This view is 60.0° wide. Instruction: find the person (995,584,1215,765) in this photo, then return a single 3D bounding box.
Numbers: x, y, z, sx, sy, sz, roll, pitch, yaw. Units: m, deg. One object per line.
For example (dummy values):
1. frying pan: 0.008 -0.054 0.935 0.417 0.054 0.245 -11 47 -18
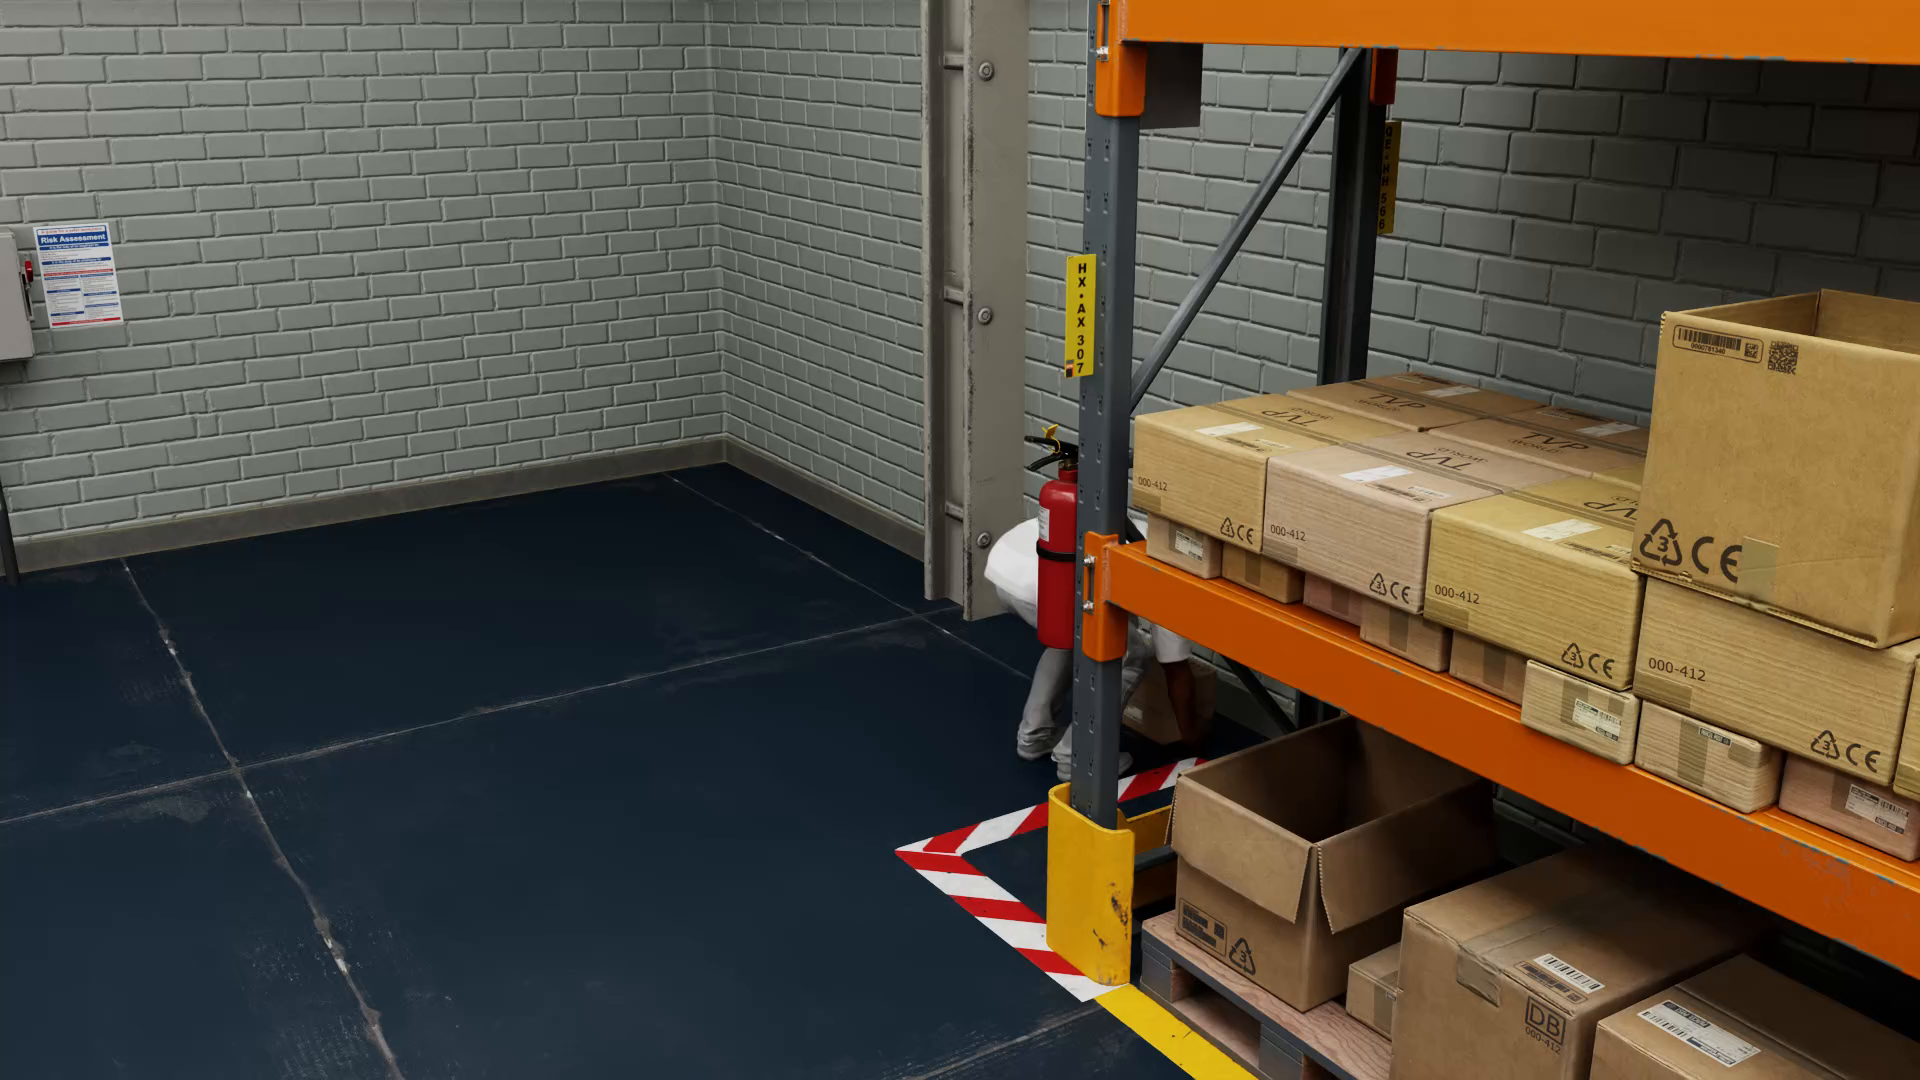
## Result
1. person: 0.557 0.385 6.210 0.915 0.815 0.488 -9 20 -27
